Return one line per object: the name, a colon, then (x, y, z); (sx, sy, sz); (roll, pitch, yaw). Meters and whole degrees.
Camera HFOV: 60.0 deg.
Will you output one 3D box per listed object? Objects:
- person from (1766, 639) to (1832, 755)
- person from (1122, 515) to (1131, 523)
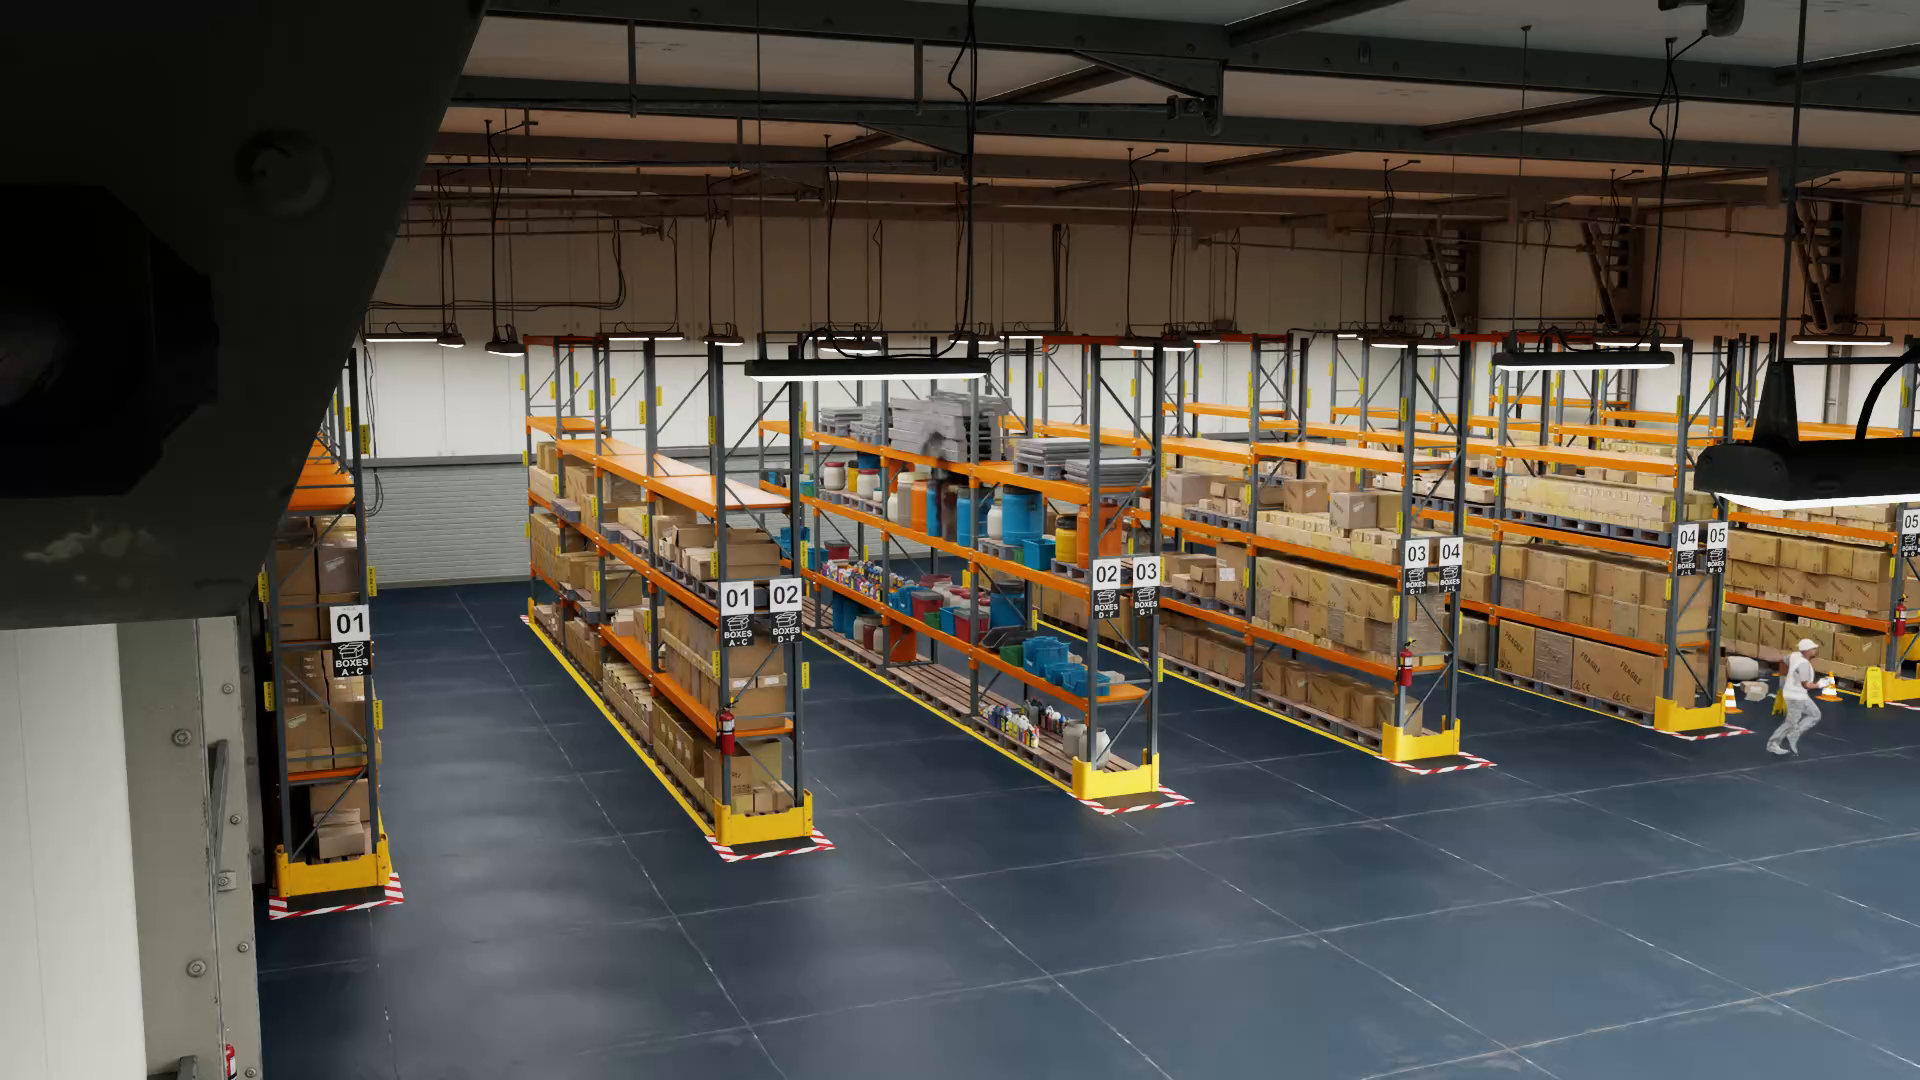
person: (12.121, 2.266, 23.995); (0.778, 1.722, 0.724); (3, 8, 23)
person: (3.827, 0.120, 40.035); (0.728, 1.810, 0.807); (2, 8, 12)
